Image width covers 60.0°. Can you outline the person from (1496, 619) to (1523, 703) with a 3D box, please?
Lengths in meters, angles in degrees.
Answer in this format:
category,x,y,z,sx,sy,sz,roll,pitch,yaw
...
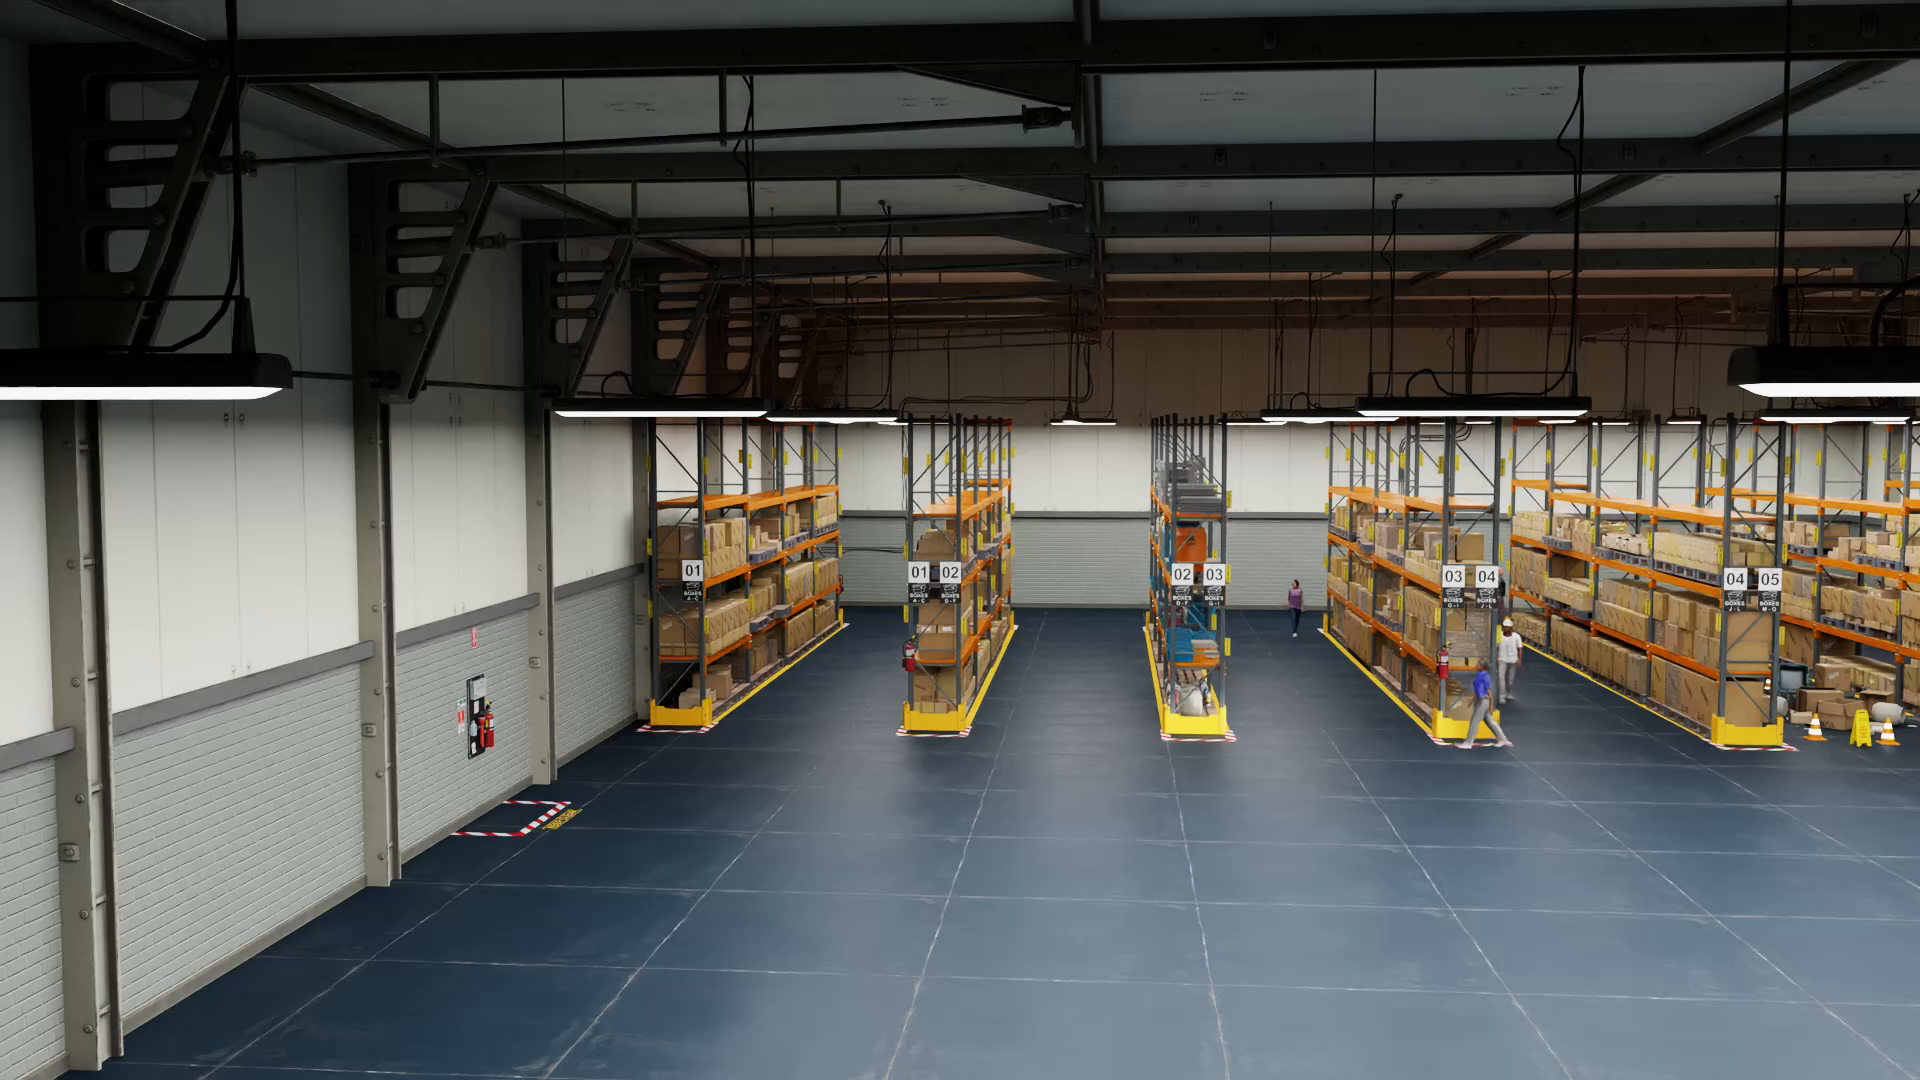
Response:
category,x,y,z,sx,sy,sz,roll,pitch,yaw
person,11.394,2.514,34.594,0.582,1.712,1.003,1,4,17

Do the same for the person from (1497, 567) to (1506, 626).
category,x,y,z,sx,sy,sz,roll,pitch,yaw
person,15.545,1.634,48.139,0.863,1.709,0.548,2,4,26

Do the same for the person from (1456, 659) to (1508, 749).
category,x,y,z,sx,sy,sz,roll,pitch,yaw
person,9.307,2.918,29.636,0.970,1.595,0.476,0,4,3

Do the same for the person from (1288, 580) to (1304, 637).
category,x,y,z,sx,sy,sz,roll,pitch,yaw
person,9.242,1.855,45.754,0.420,1.539,0.971,0,4,4
